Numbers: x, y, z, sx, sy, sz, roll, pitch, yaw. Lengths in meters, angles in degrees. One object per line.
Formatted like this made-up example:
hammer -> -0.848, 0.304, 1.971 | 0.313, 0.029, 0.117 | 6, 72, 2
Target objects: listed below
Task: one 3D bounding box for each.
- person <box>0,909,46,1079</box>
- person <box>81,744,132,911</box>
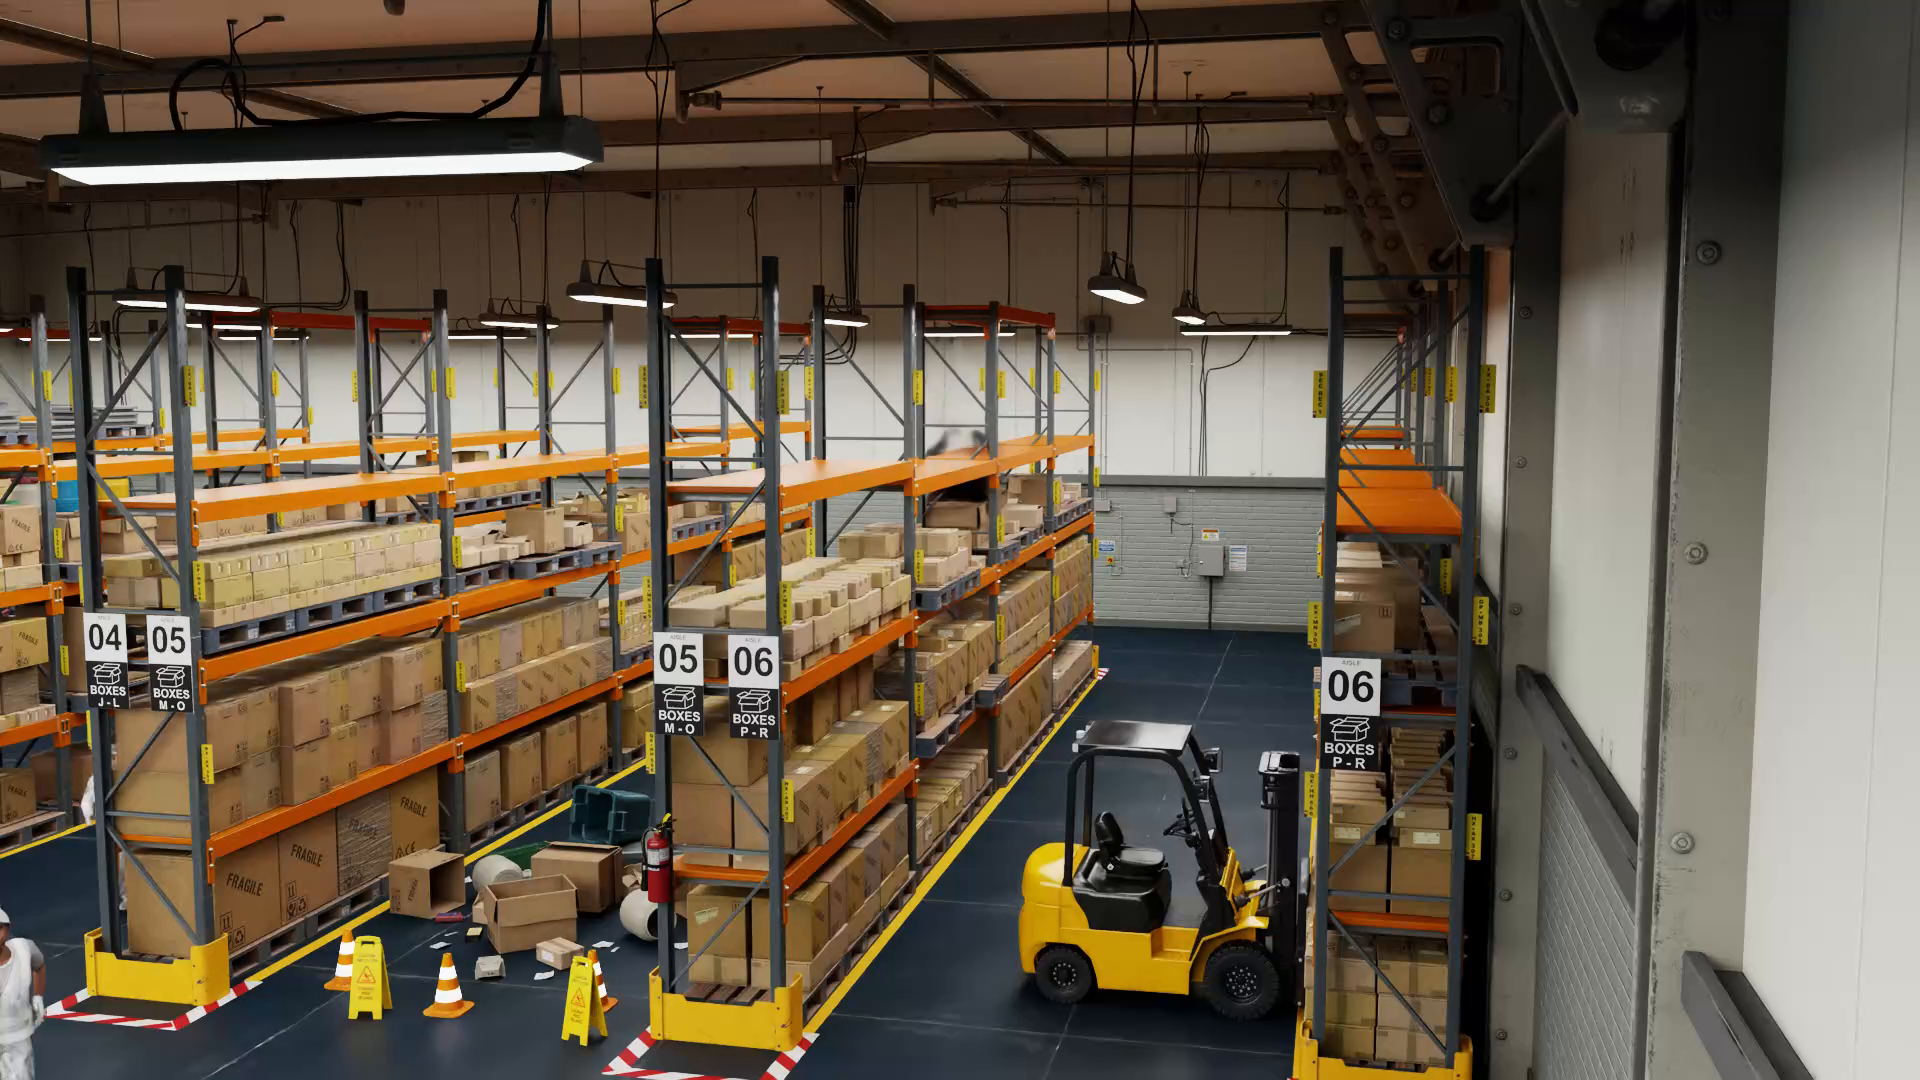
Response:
person -> -6.205, 3.216, 10.669 | 0.648, 1.782, 1.160 | -3, 7, -31
person -> -8.013, 2.739, 15.759 | 0.615, 1.663, 0.597 | 0, 6, -4
